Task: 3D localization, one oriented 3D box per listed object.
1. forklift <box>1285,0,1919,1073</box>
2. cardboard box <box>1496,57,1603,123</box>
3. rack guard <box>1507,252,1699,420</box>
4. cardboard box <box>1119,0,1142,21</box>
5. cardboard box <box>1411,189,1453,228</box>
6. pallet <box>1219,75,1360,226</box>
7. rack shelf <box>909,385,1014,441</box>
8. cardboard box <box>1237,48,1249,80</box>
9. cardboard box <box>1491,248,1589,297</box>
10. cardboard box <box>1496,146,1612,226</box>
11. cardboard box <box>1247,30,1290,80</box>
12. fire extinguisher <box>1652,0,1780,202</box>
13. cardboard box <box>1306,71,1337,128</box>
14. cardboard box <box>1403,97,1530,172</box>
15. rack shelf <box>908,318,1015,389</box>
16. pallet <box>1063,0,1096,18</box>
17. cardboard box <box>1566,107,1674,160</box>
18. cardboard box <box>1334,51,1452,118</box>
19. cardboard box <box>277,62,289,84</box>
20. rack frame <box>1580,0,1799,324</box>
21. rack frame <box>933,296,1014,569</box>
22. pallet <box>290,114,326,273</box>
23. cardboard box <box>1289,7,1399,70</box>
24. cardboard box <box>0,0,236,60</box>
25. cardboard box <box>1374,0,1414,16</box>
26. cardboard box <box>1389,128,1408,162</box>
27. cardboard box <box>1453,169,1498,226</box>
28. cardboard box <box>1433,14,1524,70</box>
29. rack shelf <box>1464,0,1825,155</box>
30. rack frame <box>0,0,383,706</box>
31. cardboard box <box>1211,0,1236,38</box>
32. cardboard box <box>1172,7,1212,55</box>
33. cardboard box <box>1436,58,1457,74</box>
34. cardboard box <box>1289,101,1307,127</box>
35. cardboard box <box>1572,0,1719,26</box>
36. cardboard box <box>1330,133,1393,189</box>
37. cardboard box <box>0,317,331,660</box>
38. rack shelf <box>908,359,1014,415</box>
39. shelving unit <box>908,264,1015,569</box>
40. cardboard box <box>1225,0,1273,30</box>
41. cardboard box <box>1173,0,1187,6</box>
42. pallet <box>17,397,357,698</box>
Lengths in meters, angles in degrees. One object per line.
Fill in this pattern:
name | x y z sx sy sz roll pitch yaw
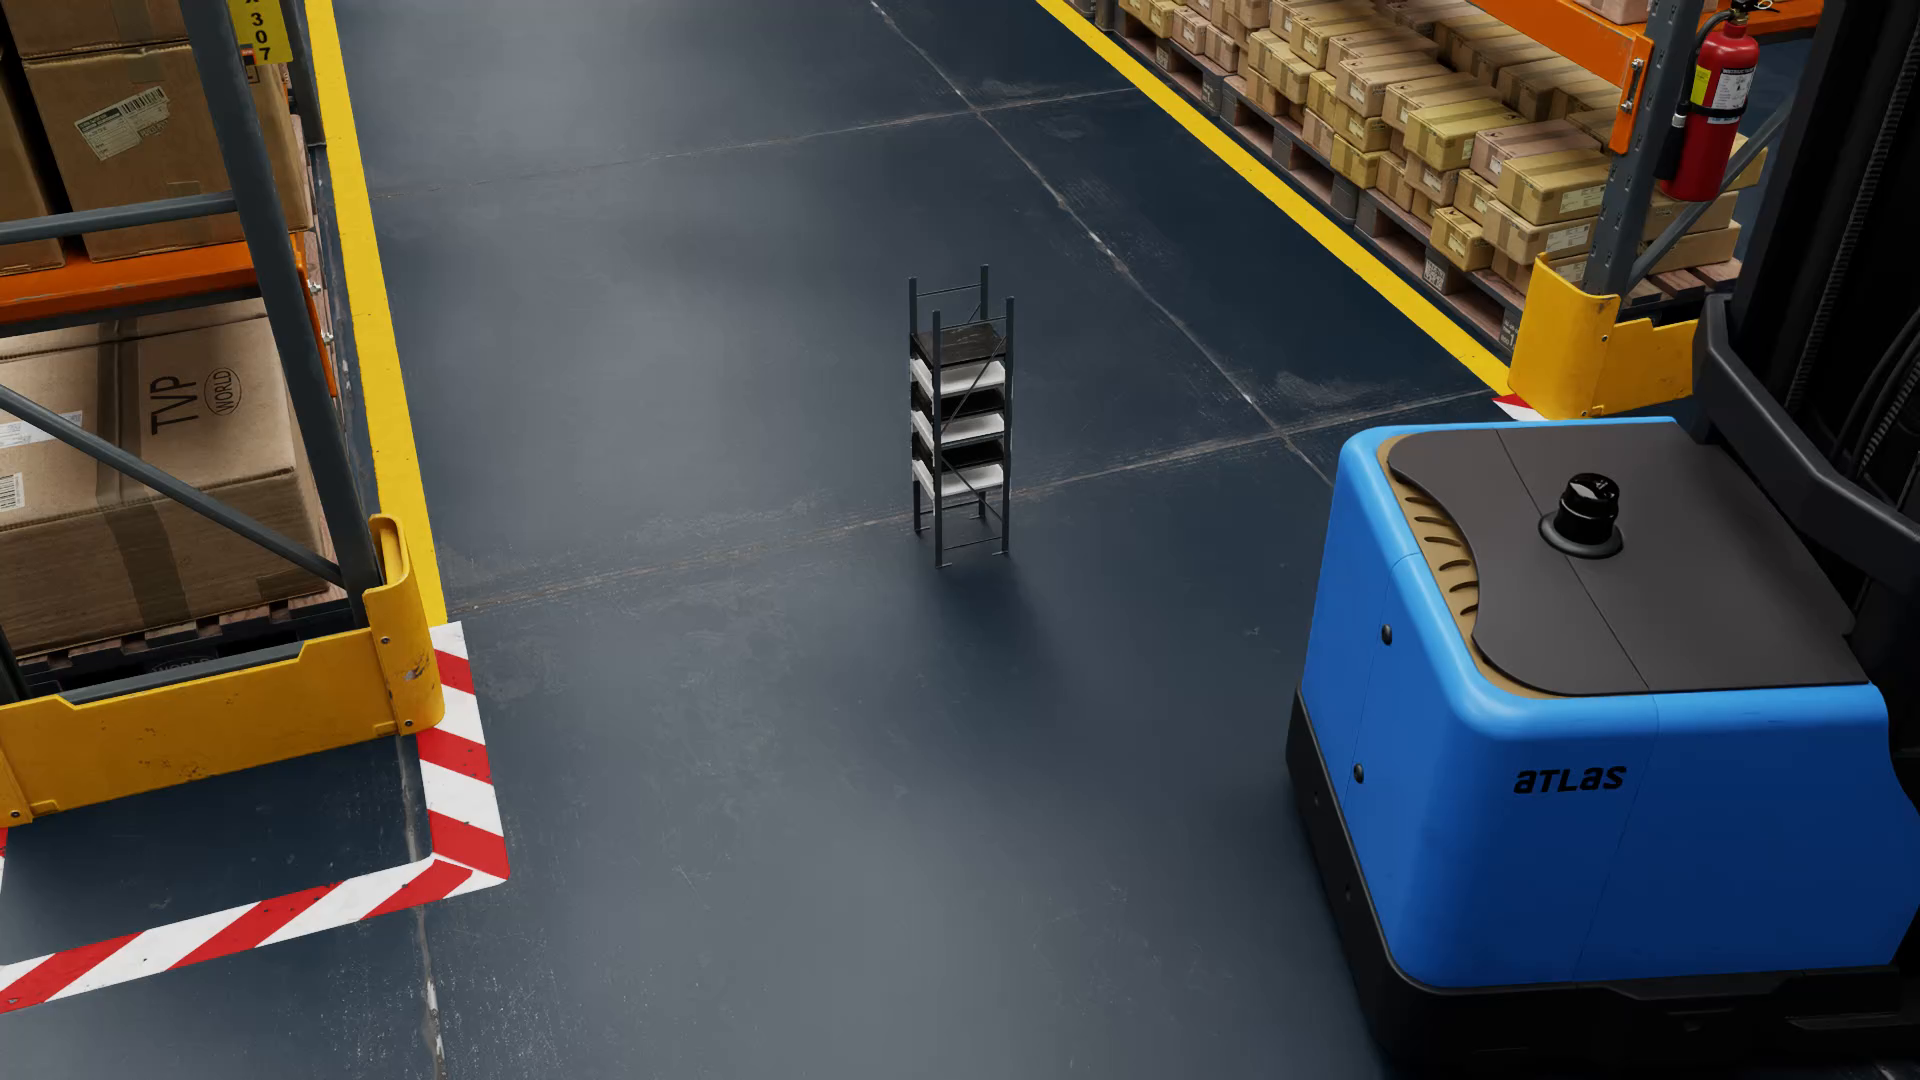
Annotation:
forklift | 2.394 -0.344 3.271 3.031 2.935 1.130 -2 37 -3
cardboard box | 2.389 -1.815 6.692 0.380 0.149 0.250 -14 39 -18
rack guard | 2.561 -0.804 5.902 1.175 0.500 0.348 -12 39 -16
cardboard box | 1.034 -2.776 8.463 0.380 0.149 0.250 -14 39 -18
cardboard box | 2.017 -1.334 6.548 0.380 0.149 0.250 -13 39 -16
pallet | 1.899 -1.843 7.521 1.003 0.211 1.213 -12 39 -16
rack shelf | 0.003 -0.400 4.939 0.258 0.077 0.200 -12 39 -16
cardboard box | 1.520 -2.218 7.722 0.380 0.149 0.250 -14 39 -18
cardboard box | 2.210 -1.043 6.162 0.380 0.149 0.250 -12 39 -15
cardboard box | 2.167 -1.273 5.972 0.380 0.149 0.250 -12 39 -15
cardboard box | 1.514 -2.172 7.414 0.380 0.149 0.250 -13 39 -16
fire extinguisher | 2.241 -1.342 4.912 0.296 0.674 0.183 -12 39 -16
cardboard box | 1.696 -1.878 7.023 0.380 0.149 0.250 -11 38 -14
cardboard box | 1.926 -1.546 6.336 0.380 0.149 0.250 -13 39 -17
rack shelf | 0.003 -0.544 4.831 0.258 0.077 0.200 -12 39 -16
pallet | 0.941 -3.345 9.515 1.003 0.211 1.213 -12 39 -16
cardboard box | 2.518 -1.523 6.305 0.380 0.149 0.250 -12 39 -15
cardboard box | 1.752 -1.846 6.734 0.380 0.149 0.250 -11 38 -14
cardboard box | -2.280 -1.619 4.823 0.500 0.500 0.500 -13 39 -16
rack frame | 2.587 -1.759 5.093 1.000 3.000 0.127 -12 39 -16
rack frame | 0.038 -0.297 4.897 0.240 0.900 0.006 -12 39 -16
pallet | -3.214 -1.377 6.903 1.003 0.211 1.213 -12 39 -16
cardboard box | 1.649 -2.160 7.151 0.380 0.149 0.250 -12 39 -16
cardboard box | -1.923 -1.447 3.764 0.500 0.500 0.500 -13 39 -17
cardboard box | 2.095 -2.417 7.492 0.380 0.149 0.250 -14 39 -18
cardboard box | 1.961 -1.613 6.671 0.380 0.149 0.250 -13 39 -16
cardboard box | 2.098 -1.305 6.263 0.380 0.149 0.250 -13 39 -17
cardboard box | 2.254 -2.132 7.113 0.380 0.149 0.250 -12 39 -15
rack shelf | 1.899 -2.602 6.809 1.077 0.370 4.000 -12 39 -16
rack frame | -2.026 -0.677 3.656 1.000 3.000 0.127 -12 39 -16
cardboard box | 1.414 -2.488 7.833 0.380 0.149 0.250 -14 39 -18
cardboard box | 1.260 -2.496 8.091 0.380 0.149 0.250 -13 39 -16
cardboard box | 2.140 -1.985 7.165 0.380 0.149 0.250 -11 38 -14
cardboard box | 1.681 -1.919 7.325 0.380 0.149 0.250 -11 38 -15
cardboard box | 2.210 -1.785 5.335 0.380 0.149 0.250 -12 39 -16
cardboard box | 1.773 -1.602 6.904 0.380 0.149 0.250 -14 39 -18
cardboard box | -2.347 -0.174 4.768 0.875 0.438 0.875 -14 39 -17
rack shelf | 0.003 -0.472 4.885 0.258 0.077 0.200 -12 39 -16
shelving unit | 0.003 -0.355 4.973 0.258 0.900 0.210 -12 39 -16
cardboard box | 1.429 -2.444 7.528 0.380 0.149 0.250 -12 39 -15
cardboard box | 1.206 -2.771 8.210 0.380 0.149 0.250 -12 39 -16
pallet | -2.374 0.001 5.073 1.003 0.211 1.213 -12 39 -16
